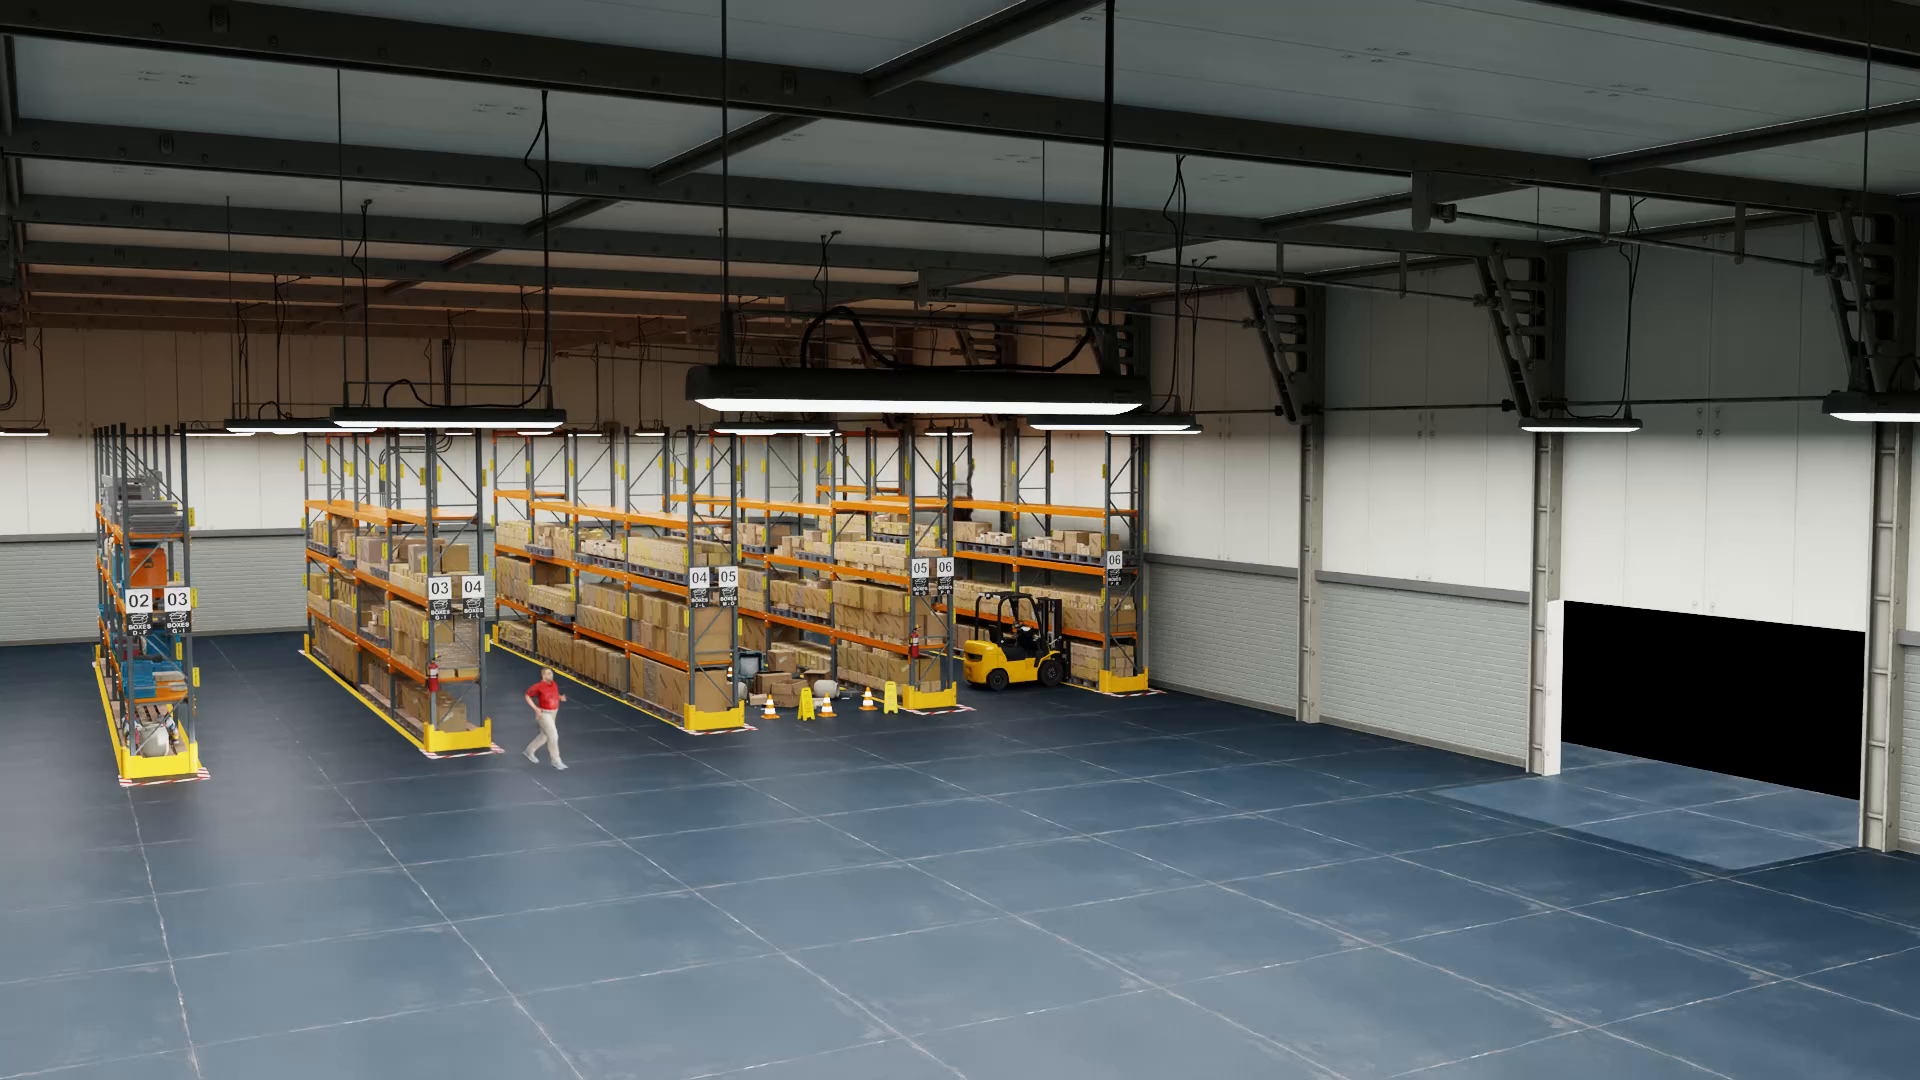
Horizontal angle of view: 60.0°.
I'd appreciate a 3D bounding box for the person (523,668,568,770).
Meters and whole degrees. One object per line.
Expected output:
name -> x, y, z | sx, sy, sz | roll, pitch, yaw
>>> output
person -> -7.229, 3.104, 29.046 | 0.910, 1.765, 0.640 | 1, 4, 17
